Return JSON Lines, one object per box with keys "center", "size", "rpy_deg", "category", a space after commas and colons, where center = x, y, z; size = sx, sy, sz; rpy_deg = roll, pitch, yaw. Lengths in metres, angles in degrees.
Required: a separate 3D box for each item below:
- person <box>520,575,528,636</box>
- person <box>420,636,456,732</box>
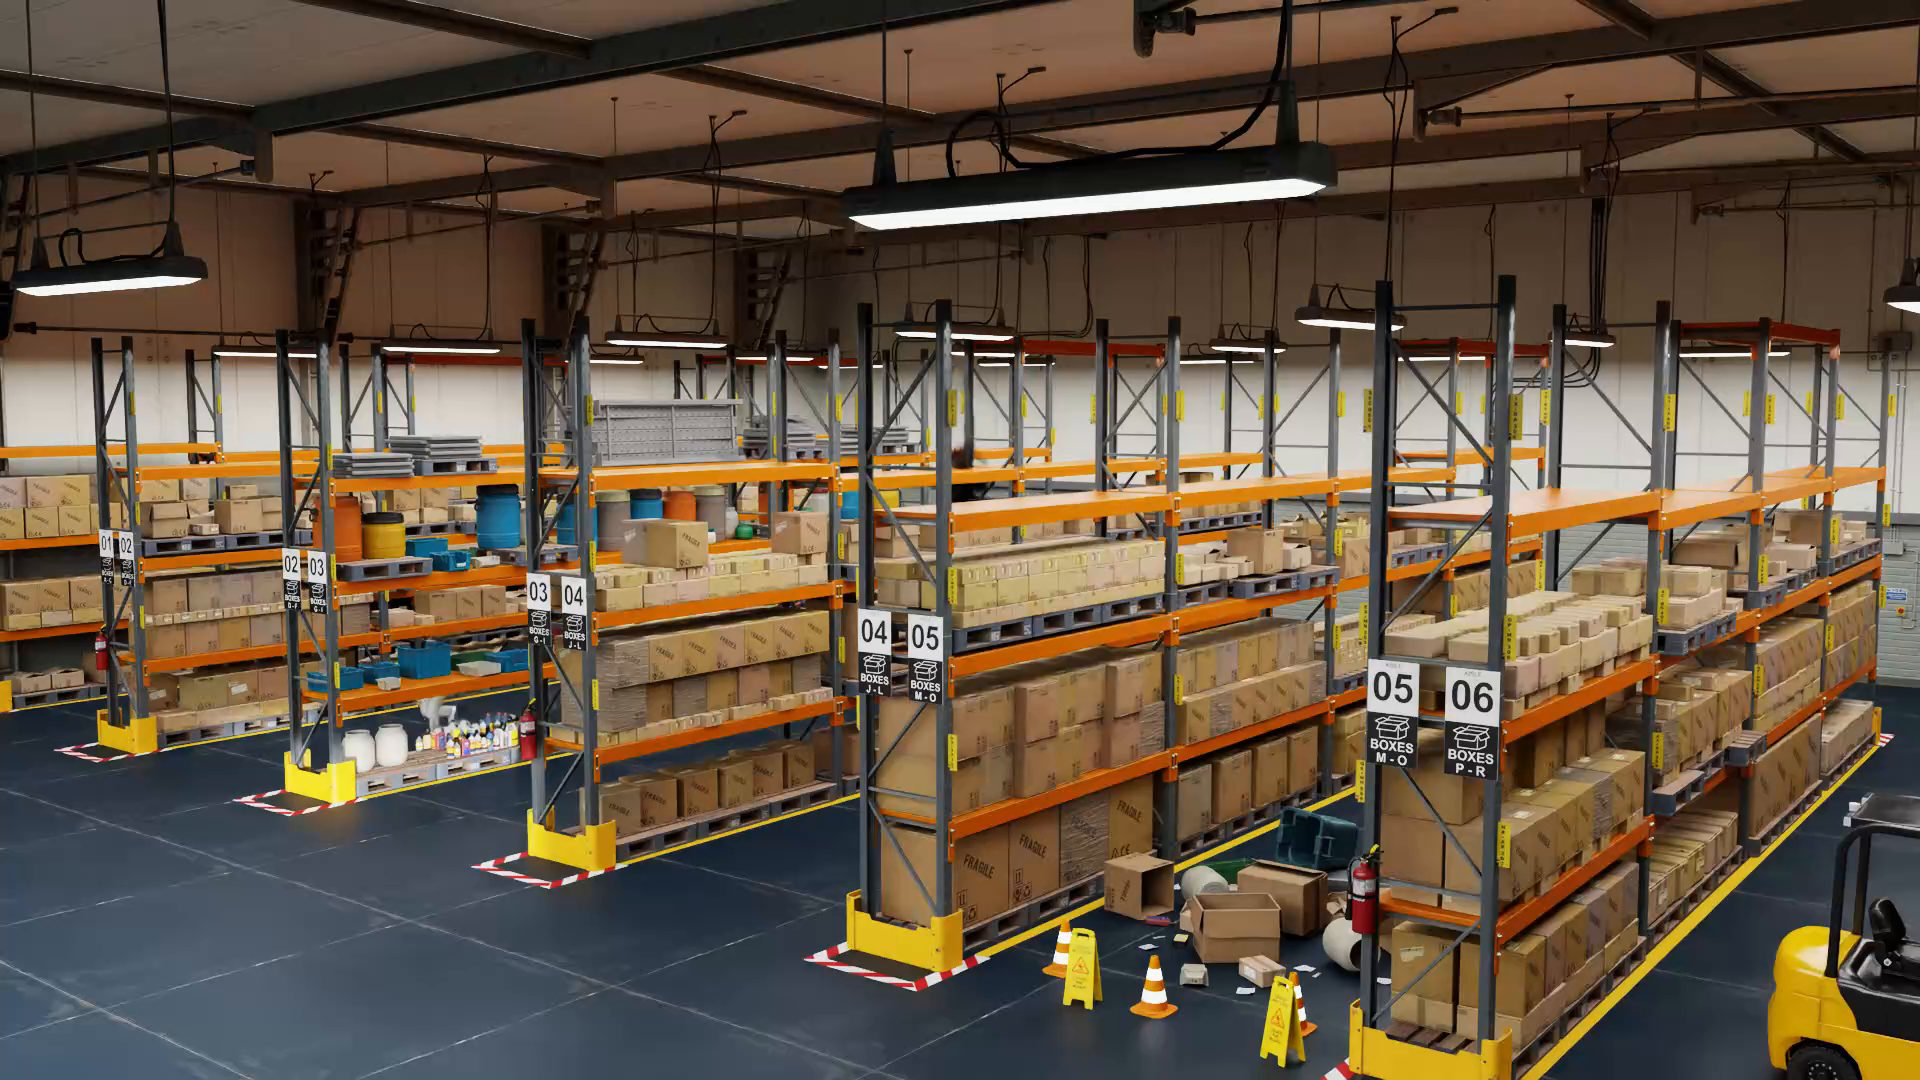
{"center": [-8.183, 1.502, 31.901], "size": [0.608, 1.833, 0.855], "rpy_deg": [4, 6, 39], "category": "person"}
{"center": [-7.799, 2.223, 24.772], "size": [0.600, 1.620, 0.661], "rpy_deg": [4, 6, 35], "category": "person"}
